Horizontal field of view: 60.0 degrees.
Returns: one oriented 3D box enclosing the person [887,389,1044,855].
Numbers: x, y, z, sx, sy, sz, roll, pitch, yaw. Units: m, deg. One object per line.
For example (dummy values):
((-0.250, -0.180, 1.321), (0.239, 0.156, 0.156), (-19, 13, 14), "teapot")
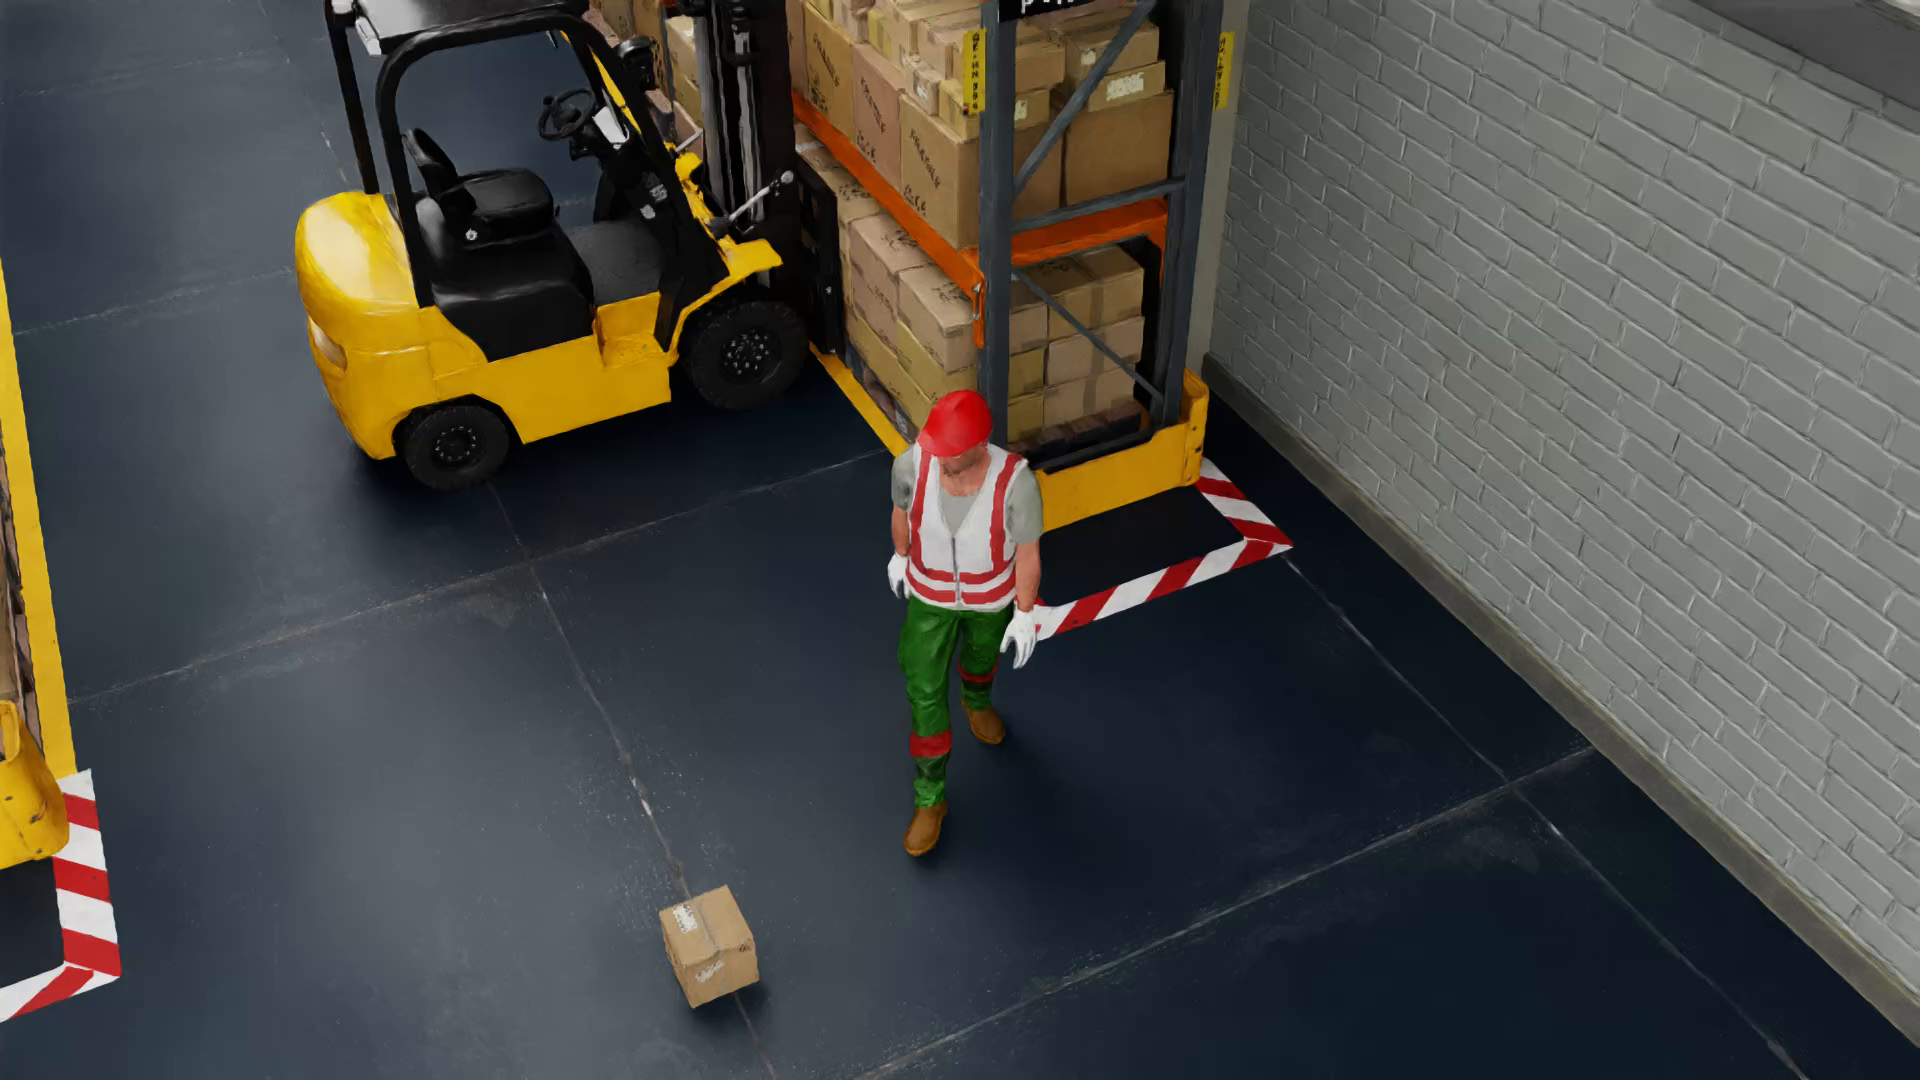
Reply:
((-0.002, 0.248, 5.826), (0.567, 1.752, 0.876), (3, 41, 3), "person")
